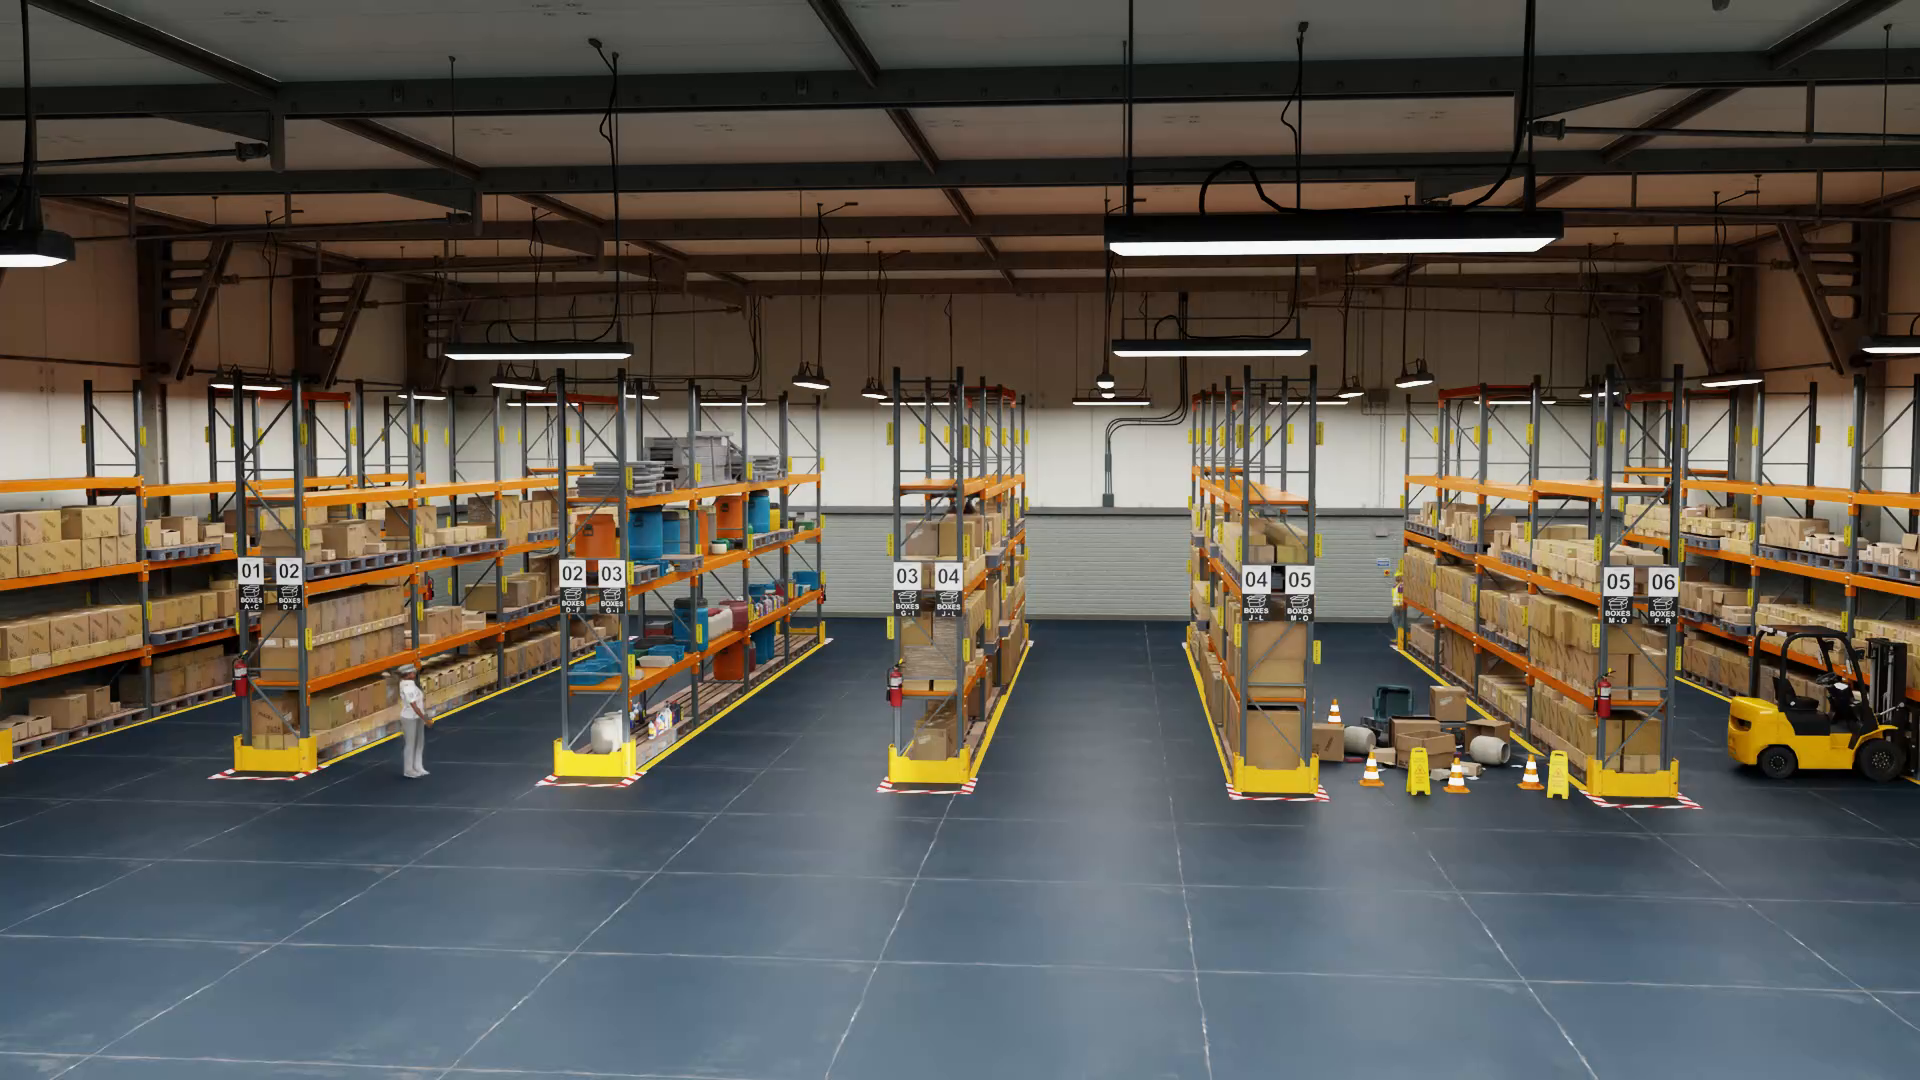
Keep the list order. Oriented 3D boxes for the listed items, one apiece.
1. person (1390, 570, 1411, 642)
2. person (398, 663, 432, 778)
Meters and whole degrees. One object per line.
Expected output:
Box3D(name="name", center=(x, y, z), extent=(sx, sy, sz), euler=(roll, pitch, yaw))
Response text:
Box3D(name="person", center=(10.690, 1.610, 40.297), extent=(0.527, 1.749, 0.612), euler=(1, 4, 18))
Box3D(name="person", center=(-7.998, 2.661, 24.494), extent=(0.559, 1.701, 0.488), euler=(0, 4, 3))
